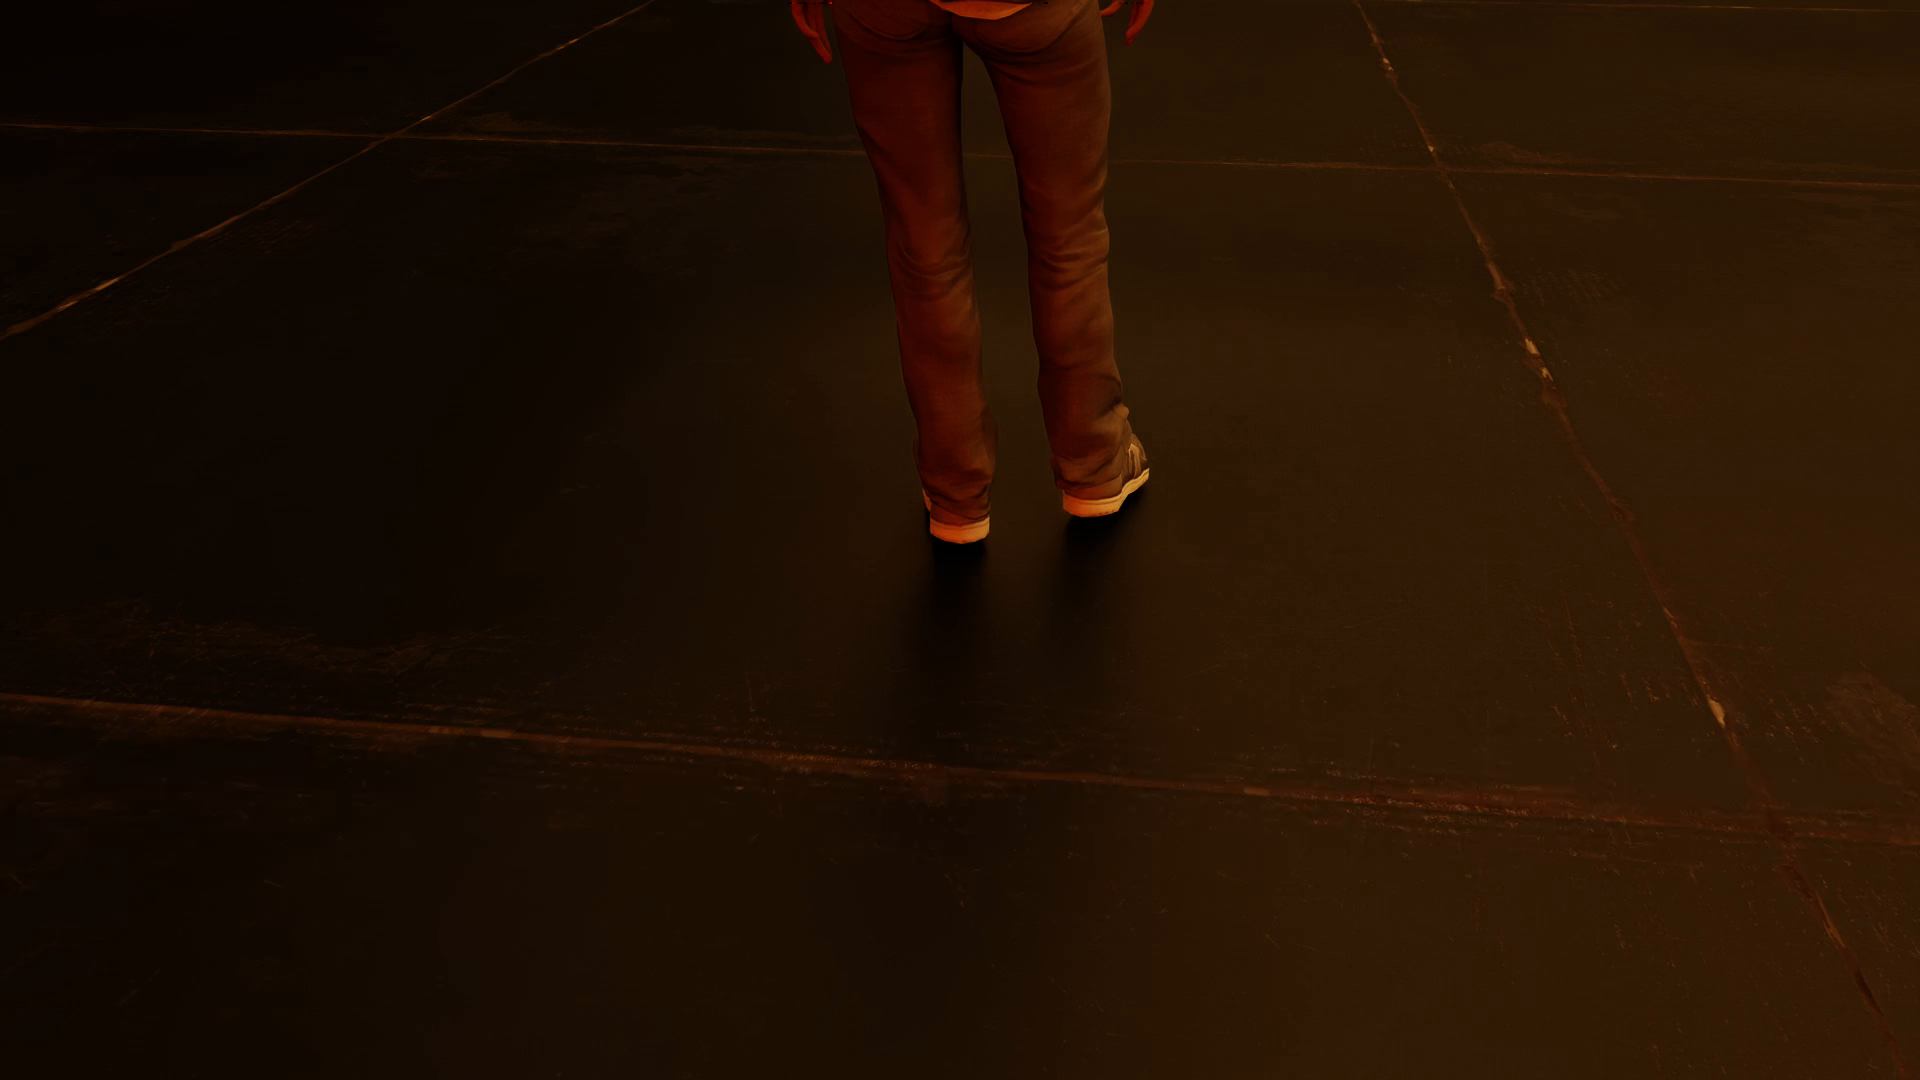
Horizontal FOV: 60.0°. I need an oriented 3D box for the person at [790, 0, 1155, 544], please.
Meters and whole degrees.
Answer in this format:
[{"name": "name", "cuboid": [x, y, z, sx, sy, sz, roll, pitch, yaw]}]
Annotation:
[{"name": "person", "cuboid": [0.024, -0.747, 2.208, 0.521, 1.584, 0.473, 3, 27, 7]}]
